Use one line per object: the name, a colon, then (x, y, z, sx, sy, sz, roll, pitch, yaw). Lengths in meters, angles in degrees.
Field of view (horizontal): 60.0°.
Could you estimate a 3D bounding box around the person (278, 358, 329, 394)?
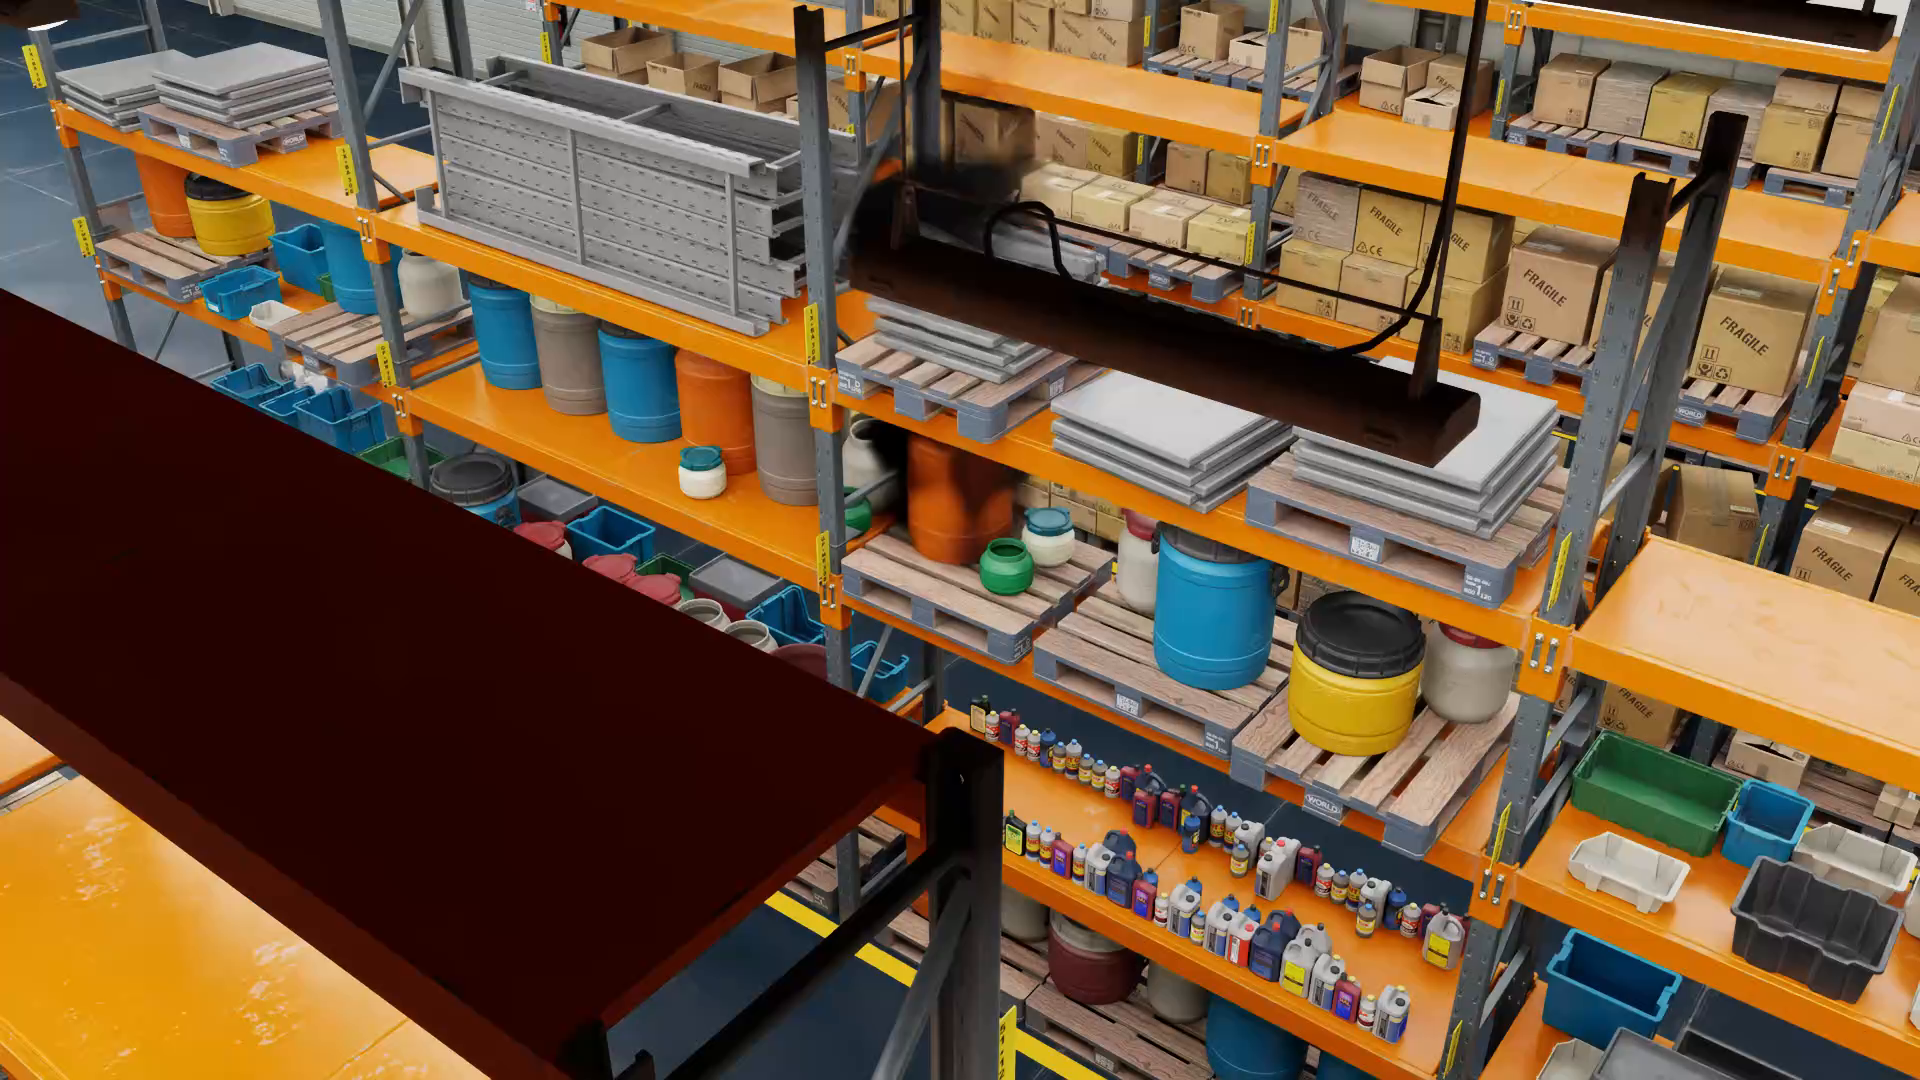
person: (-6.349, -1.452, 16.087, 0.561, 1.638, 0.608, 8, 32, 13)
